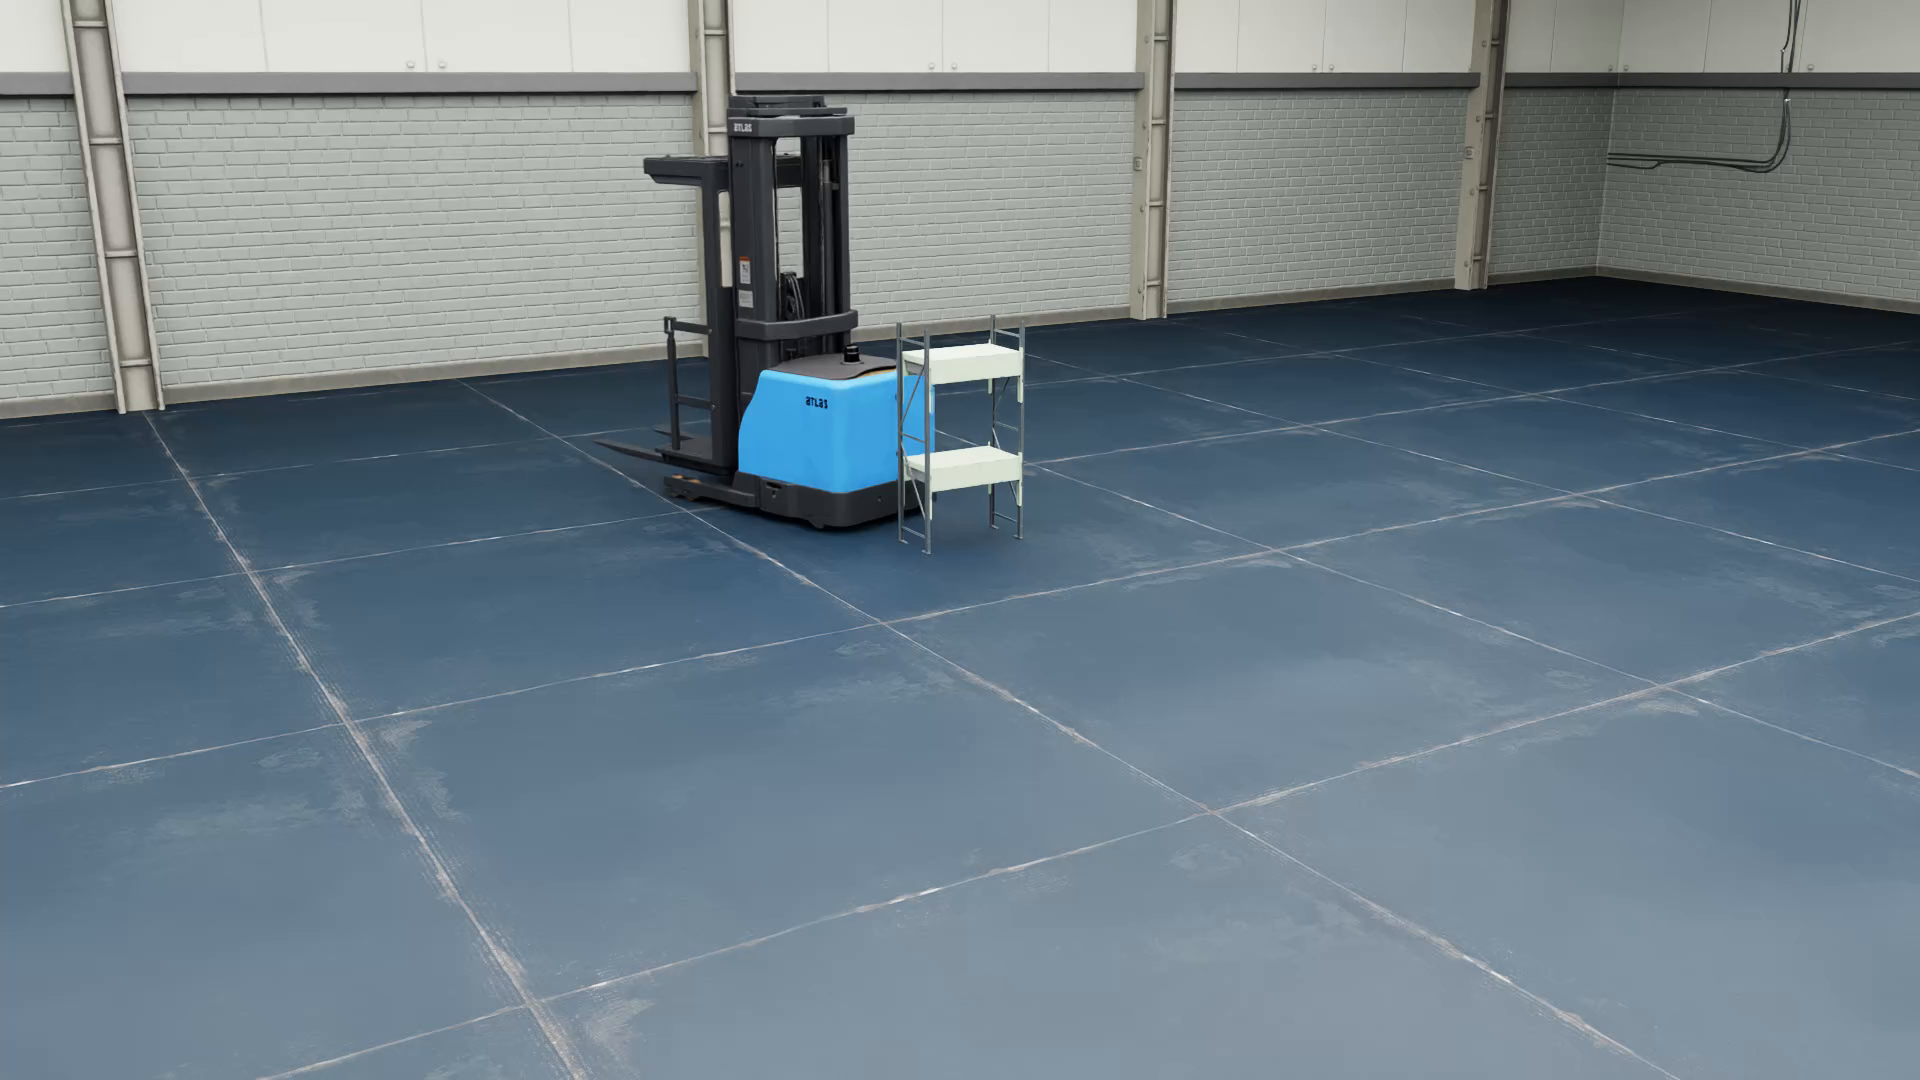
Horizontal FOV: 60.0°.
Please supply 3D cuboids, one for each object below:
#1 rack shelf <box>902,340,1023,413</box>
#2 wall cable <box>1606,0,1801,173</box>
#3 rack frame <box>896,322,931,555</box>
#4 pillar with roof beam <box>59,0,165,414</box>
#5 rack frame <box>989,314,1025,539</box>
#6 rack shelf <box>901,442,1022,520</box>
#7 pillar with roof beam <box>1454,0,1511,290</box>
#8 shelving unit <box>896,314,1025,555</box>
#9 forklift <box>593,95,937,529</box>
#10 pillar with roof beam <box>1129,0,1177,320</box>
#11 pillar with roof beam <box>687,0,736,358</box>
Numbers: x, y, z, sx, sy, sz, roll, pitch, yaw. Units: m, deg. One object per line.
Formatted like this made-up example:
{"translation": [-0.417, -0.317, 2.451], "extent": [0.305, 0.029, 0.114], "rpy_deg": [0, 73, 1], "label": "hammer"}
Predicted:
{"translation": [0.006, -1.099, 11.105], "extent": [0.720, 0.370, 0.431], "rpy_deg": [-9, 18, -30], "label": "rack shelf"}
{"translation": [10.813, -6.696, 24.379], "extent": [0.112, 2.526, 3.097], "rpy_deg": [-9, 18, -30], "label": "wall cable"}
{"translation": [-0.308, -0.672, 11.029], "extent": [0.023, 1.500, 0.400], "rpy_deg": [-9, 18, -30], "label": "rack frame"}
{"translation": [-5.606, -4.590, 11.112], "extent": [0.400, 9.000, 9.100], "rpy_deg": [-9, 18, -30], "label": "pillar with roof beam"}
{"translation": [0.319, -0.774, 11.392], "extent": [0.023, 1.500, 0.400], "rpy_deg": [-9, 18, -30], "label": "rack frame"}
{"translation": [0.006, -0.409, 11.299], "extent": [0.720, 0.370, 0.431], "rpy_deg": [-9, 18, -30], "label": "rack shelf"}
{"translation": [9.824, -7.092, 20.038], "extent": [0.400, 9.000, 9.100], "rpy_deg": [-9, 18, -30], "label": "pillar with roof beam"}
{"translation": [0.006, -0.723, 11.211], "extent": [0.755, 1.500, 0.431], "rpy_deg": [-9, 18, -30], "label": "shelving unit"}
{"translation": [-1.607, -1.796, 12.386], "extent": [3.031, 2.935, 1.130], "rpy_deg": [13, 20, 39], "label": "forklift"}
{"translation": [4.680, -6.258, 17.062], "extent": [0.400, 9.000, 9.100], "rpy_deg": [-9, 18, -30], "label": "pillar with roof beam"}
{"translation": [-0.463, -5.424, 14.087], "extent": [0.400, 9.000, 9.100], "rpy_deg": [-9, 18, -30], "label": "pillar with roof beam"}
